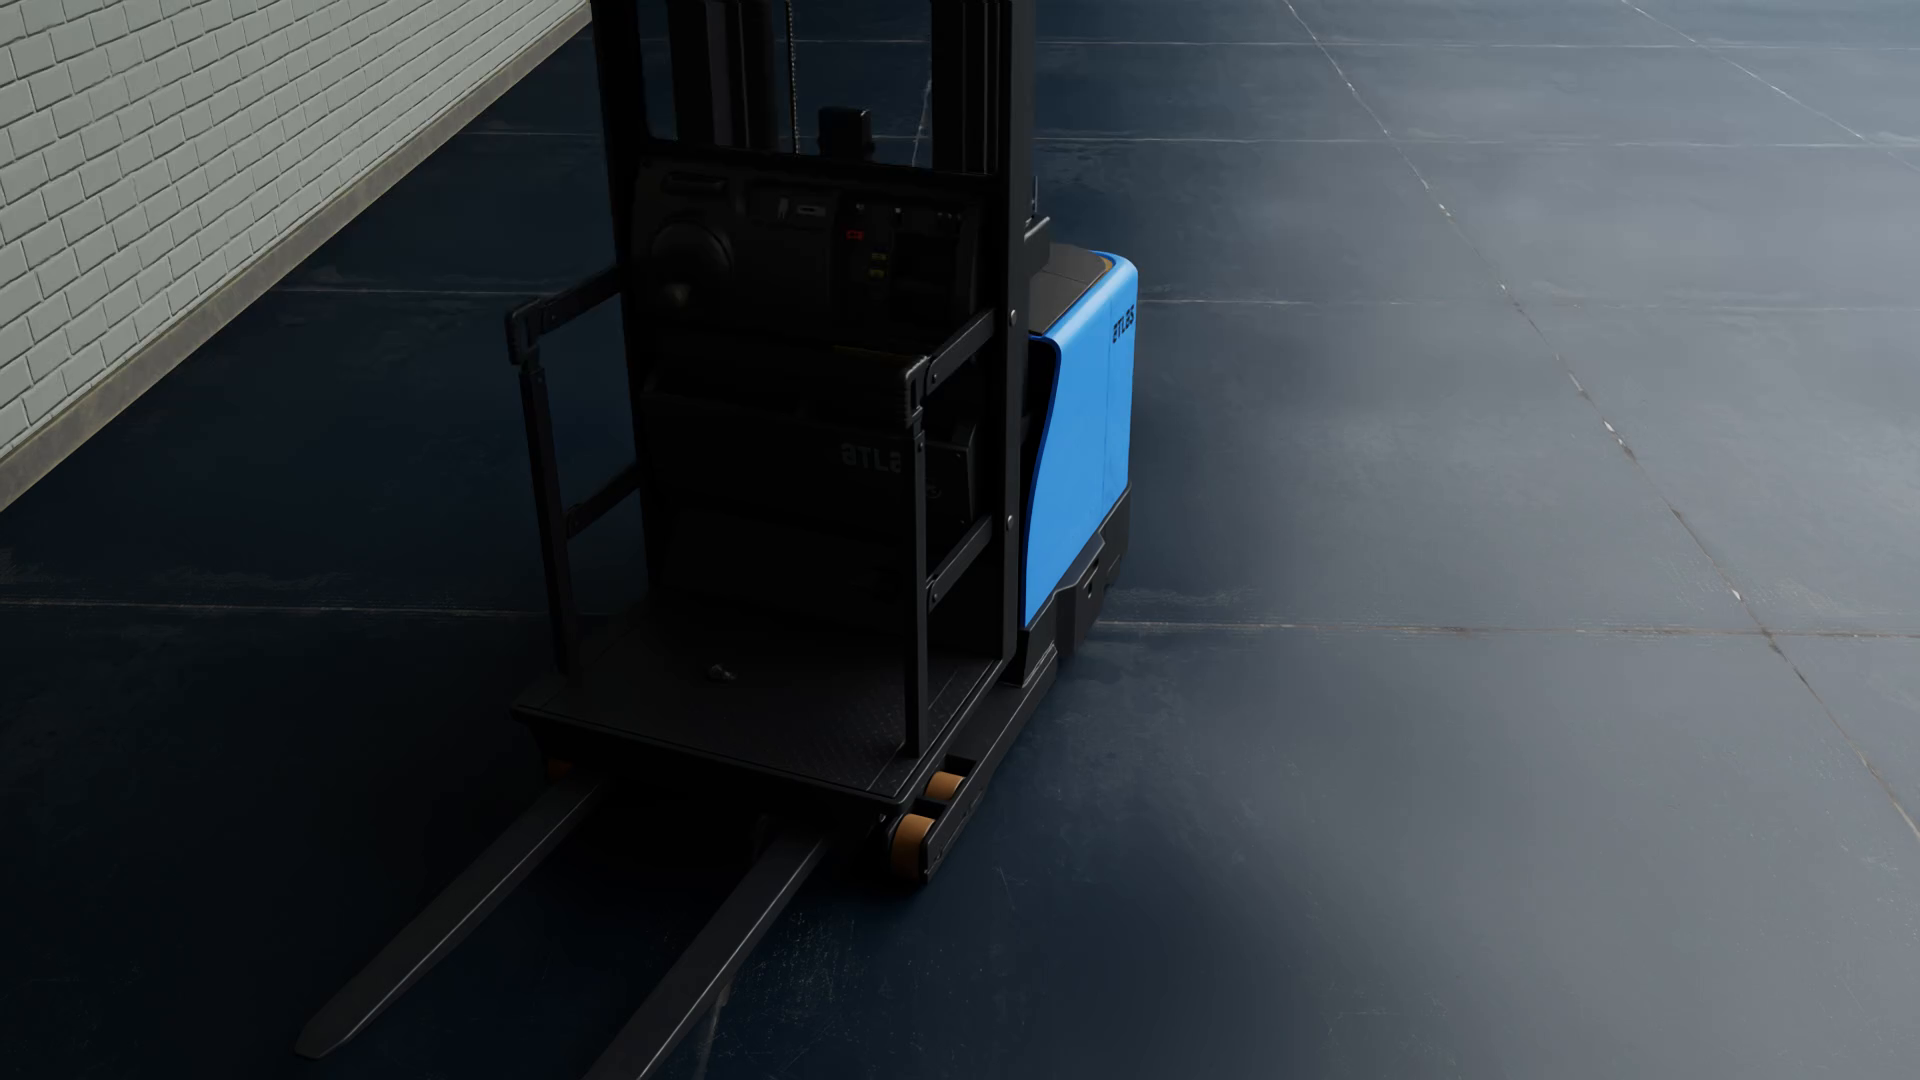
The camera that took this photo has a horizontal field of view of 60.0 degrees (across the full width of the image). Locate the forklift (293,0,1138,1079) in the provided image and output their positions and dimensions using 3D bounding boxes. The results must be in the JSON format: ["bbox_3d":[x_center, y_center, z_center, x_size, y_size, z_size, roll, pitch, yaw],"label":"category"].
[{"bbox_3d":[-0.463,-0.669,3.882,1.130,2.935,3.031,11,30,19],"label":"forklift"}]

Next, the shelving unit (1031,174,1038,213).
[{"bbox_3d":[0.121,-0.634,5.664,0.189,1.200,0.258,11,30,20],"label":"shelving unit"}]

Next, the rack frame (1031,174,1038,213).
[{"bbox_3d":[0.206,-0.617,5.633,0.006,1.200,0.240,11,30,20],"label":"rack frame"}]
